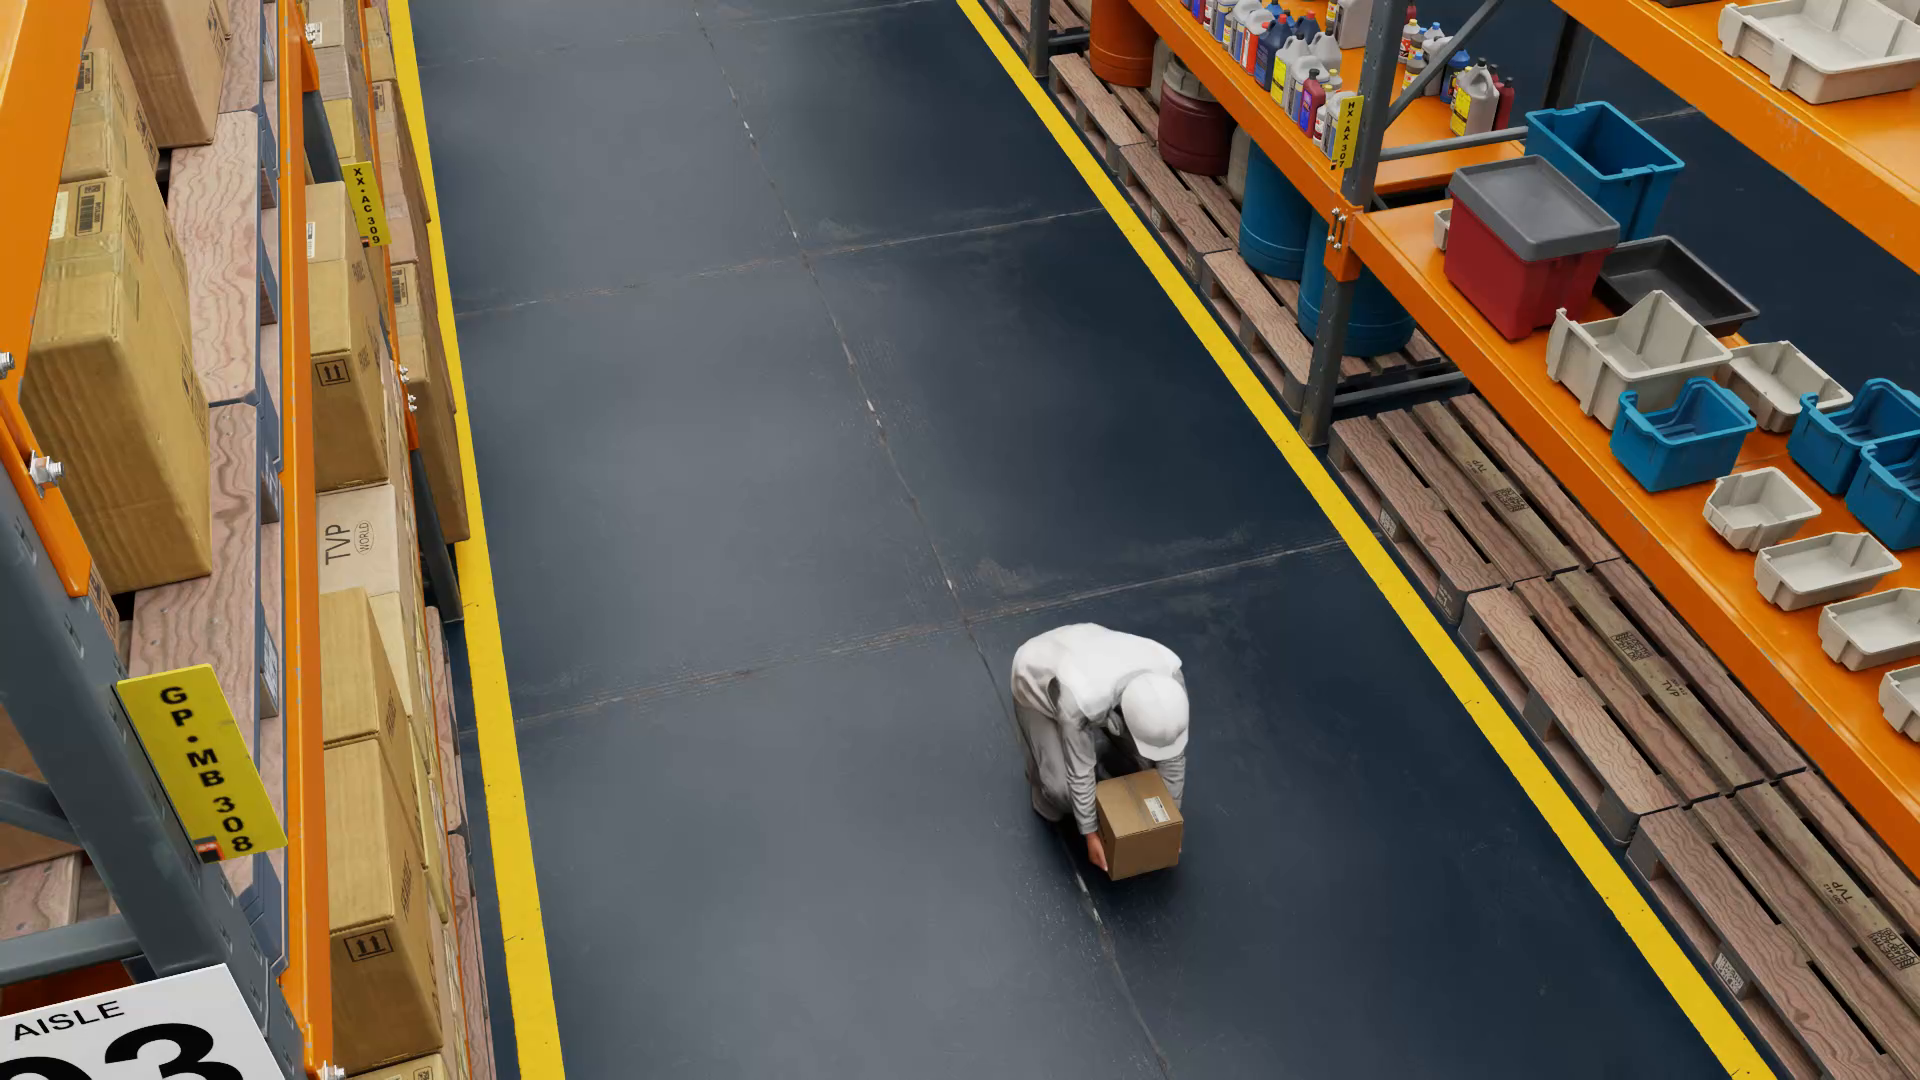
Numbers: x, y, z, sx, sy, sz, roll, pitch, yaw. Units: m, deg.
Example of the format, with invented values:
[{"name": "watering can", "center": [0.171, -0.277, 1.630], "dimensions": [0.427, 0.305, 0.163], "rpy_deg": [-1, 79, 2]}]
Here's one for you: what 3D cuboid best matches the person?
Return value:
[{"name": "person", "center": [0.515, 0.664, 5.984], "dimensions": [0.513, 1.007, 0.901], "rpy_deg": [-13, 44, -14]}]
